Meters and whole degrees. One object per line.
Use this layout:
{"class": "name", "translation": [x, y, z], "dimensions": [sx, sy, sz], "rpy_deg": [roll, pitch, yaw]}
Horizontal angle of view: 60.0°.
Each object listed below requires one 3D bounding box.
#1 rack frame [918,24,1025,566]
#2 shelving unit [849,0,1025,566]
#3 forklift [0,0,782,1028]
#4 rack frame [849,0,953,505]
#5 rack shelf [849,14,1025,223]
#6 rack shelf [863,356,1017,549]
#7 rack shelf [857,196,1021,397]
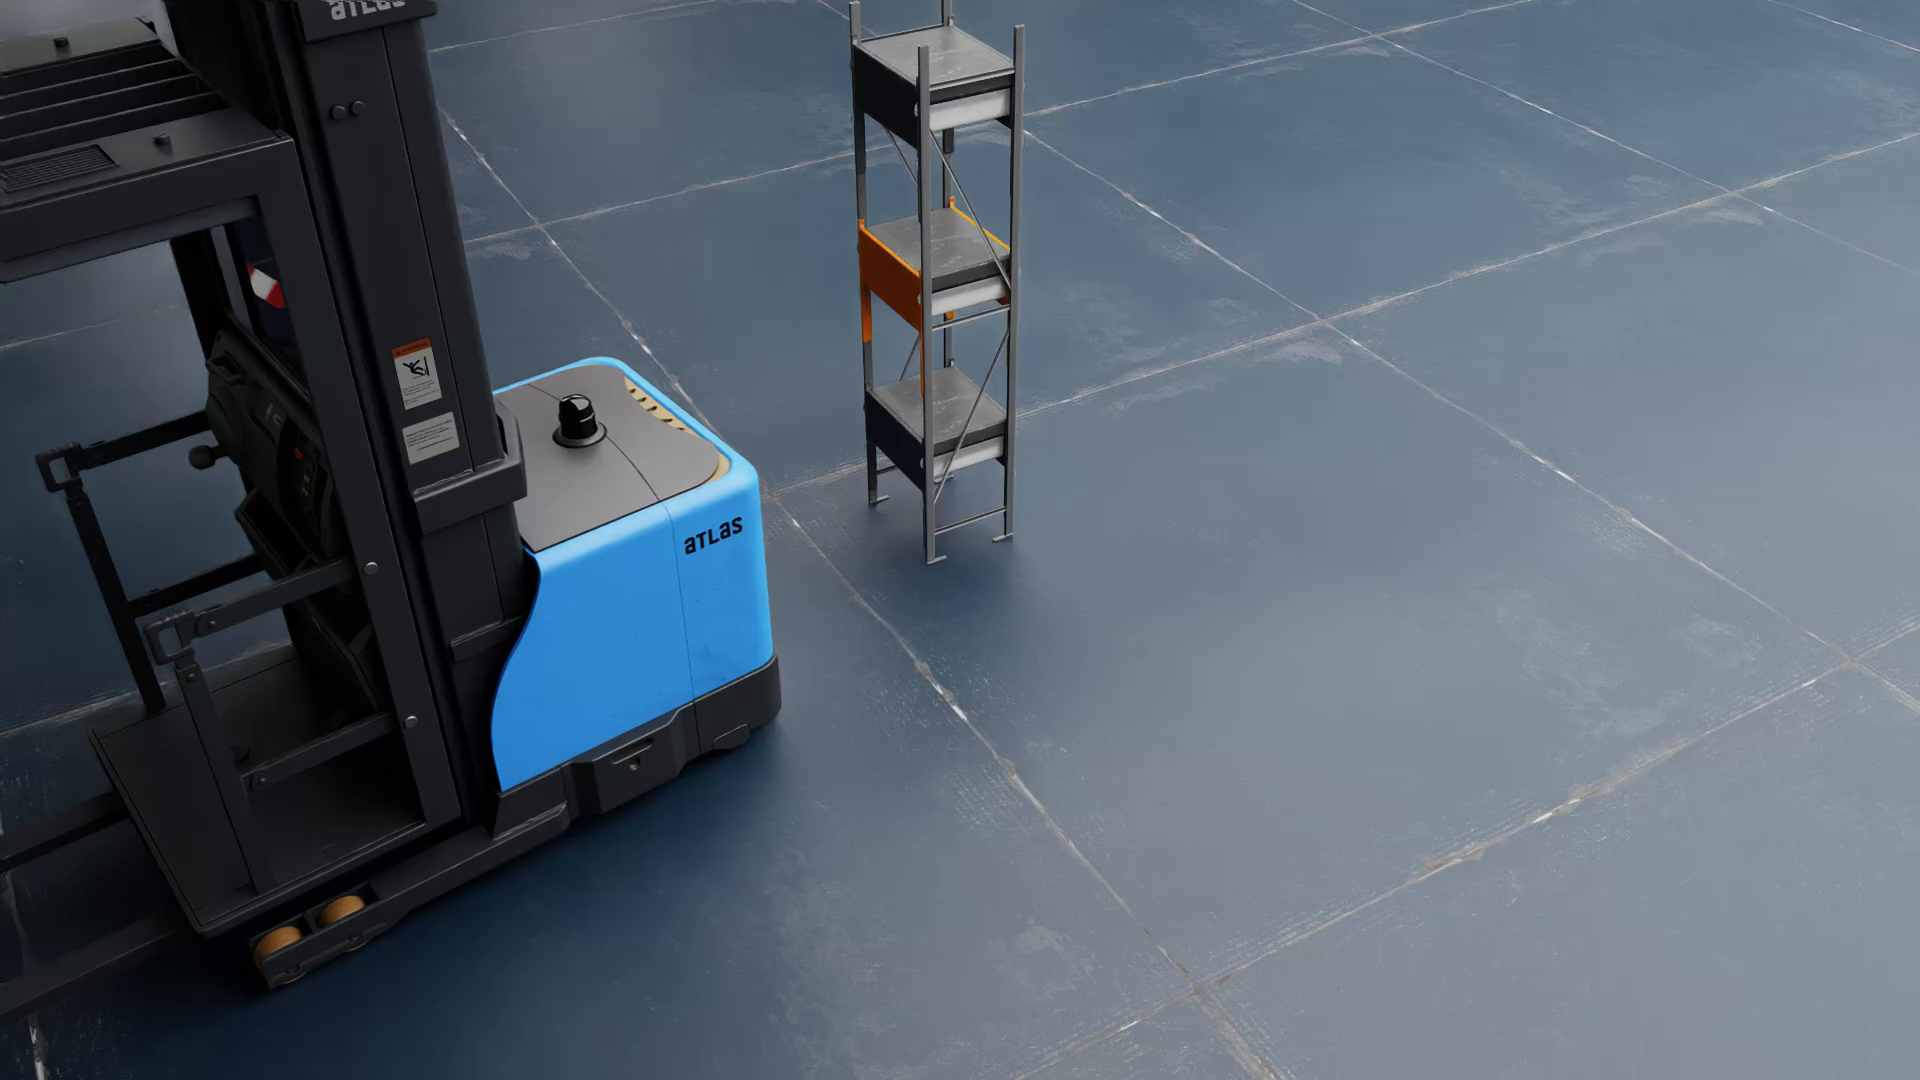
{"class": "rack frame", "translation": [0.039, -0.808, 6.076], "dimensions": [0.400, 2.100, 0.015], "rpy_deg": [-19, 40, -24]}
{"class": "shelving unit", "translation": [-0.083, -0.932, 6.246], "dimensions": [0.431, 2.100, 0.503], "rpy_deg": [-19, 40, -24]}
{"class": "forklift", "translation": [-2.093, -0.220, 4.566], "dimensions": [3.031, 2.935, 1.130], "rpy_deg": [-25, 43, -30]}
{"class": "rack frame", "translation": [-0.206, -1.057, 6.417], "dimensions": [0.400, 2.100, 0.015], "rpy_deg": [-19, 40, -24]}
{"class": "rack shelf", "translation": [-0.083, -1.487, 5.841], "dimensions": [0.431, 0.518, 0.480], "rpy_deg": [-19, 40, -24]}
{"class": "rack shelf", "translation": [-0.083, -0.356, 6.667], "dimensions": [0.431, 0.518, 0.480], "rpy_deg": [-19, 40, -24]}
{"class": "rack shelf", "translation": [-0.083, -0.921, 6.254], "dimensions": [0.431, 0.518, 0.480], "rpy_deg": [-19, 40, -24]}
